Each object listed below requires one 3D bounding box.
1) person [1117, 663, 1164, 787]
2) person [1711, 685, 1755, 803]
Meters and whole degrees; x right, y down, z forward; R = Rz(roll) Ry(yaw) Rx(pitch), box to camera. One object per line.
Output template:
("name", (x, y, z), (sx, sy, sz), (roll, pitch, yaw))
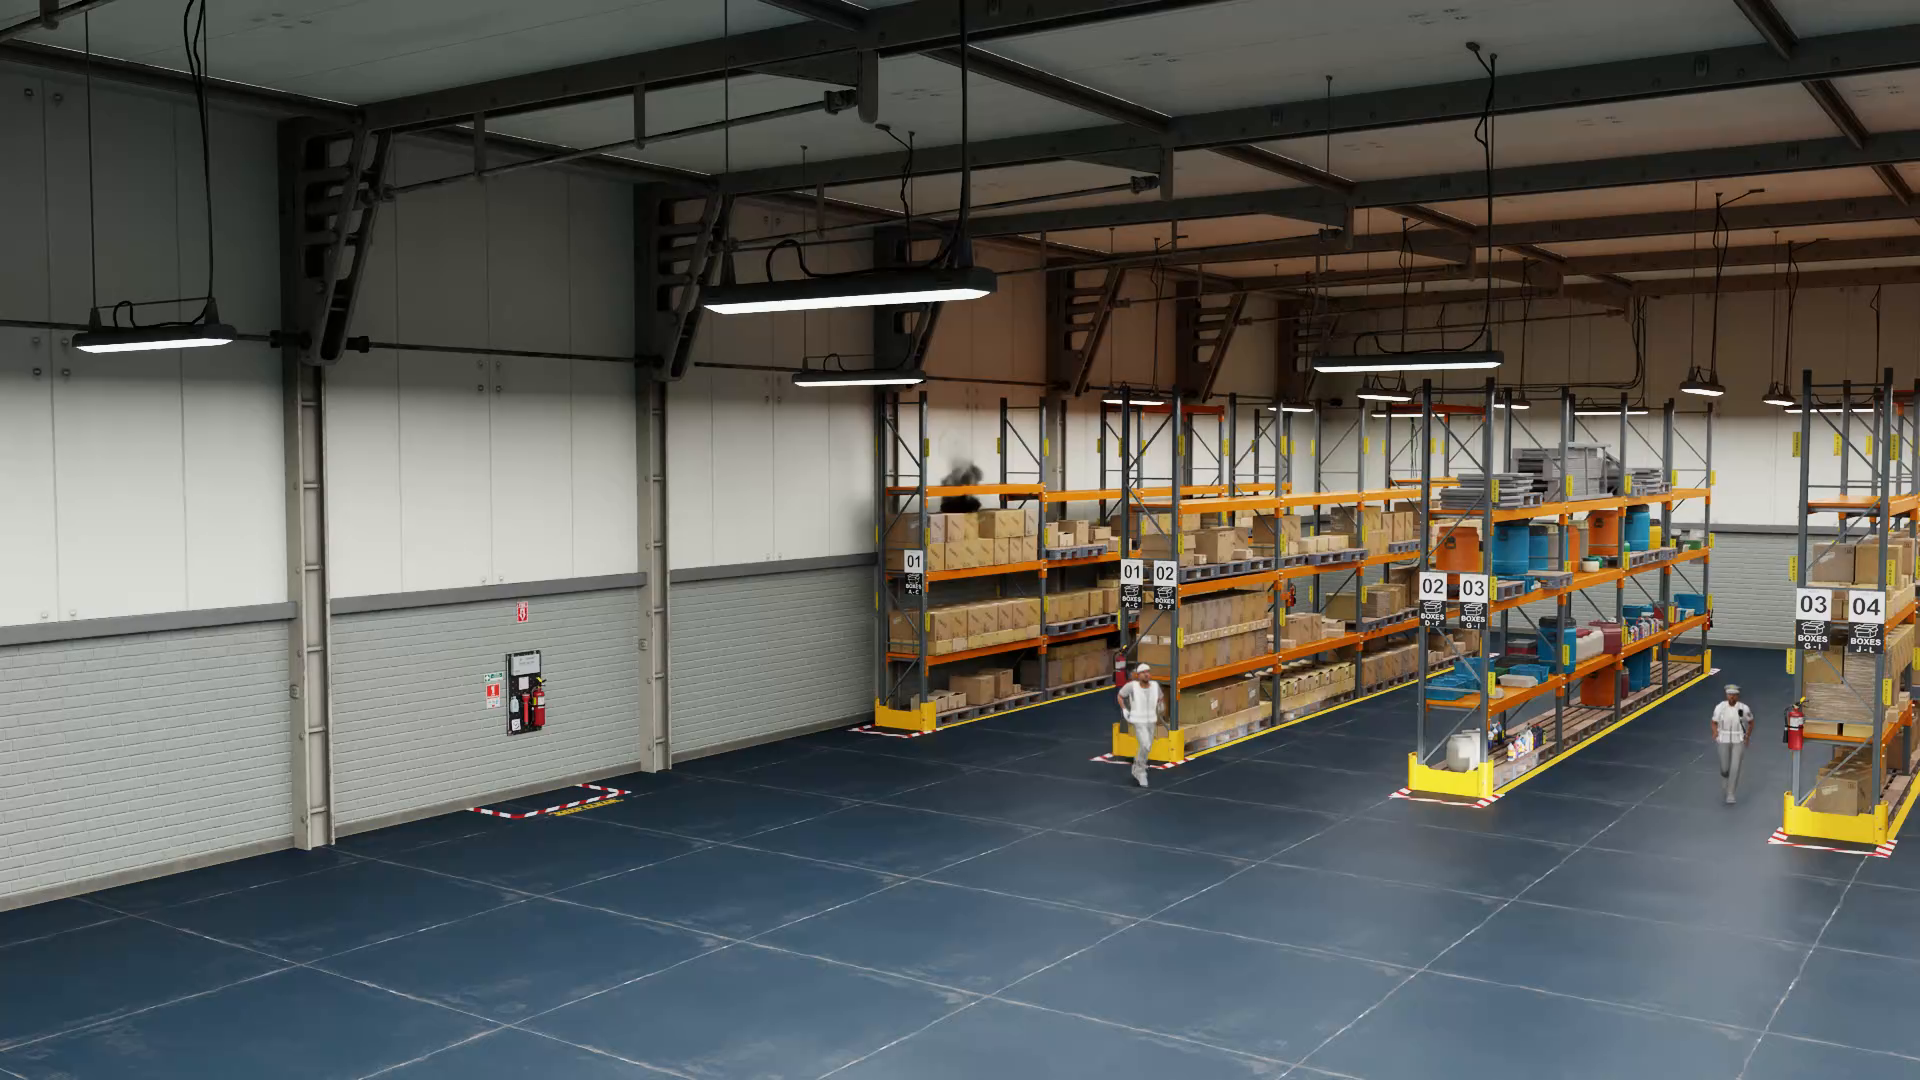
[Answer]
("person", (2.741, 2.748, 24.768), (0.666, 1.834, 0.732), (-1, 3, -24))
("person", (10.996, 2.864, 23.679), (0.565, 1.664, 0.768), (2, 4, 27))
